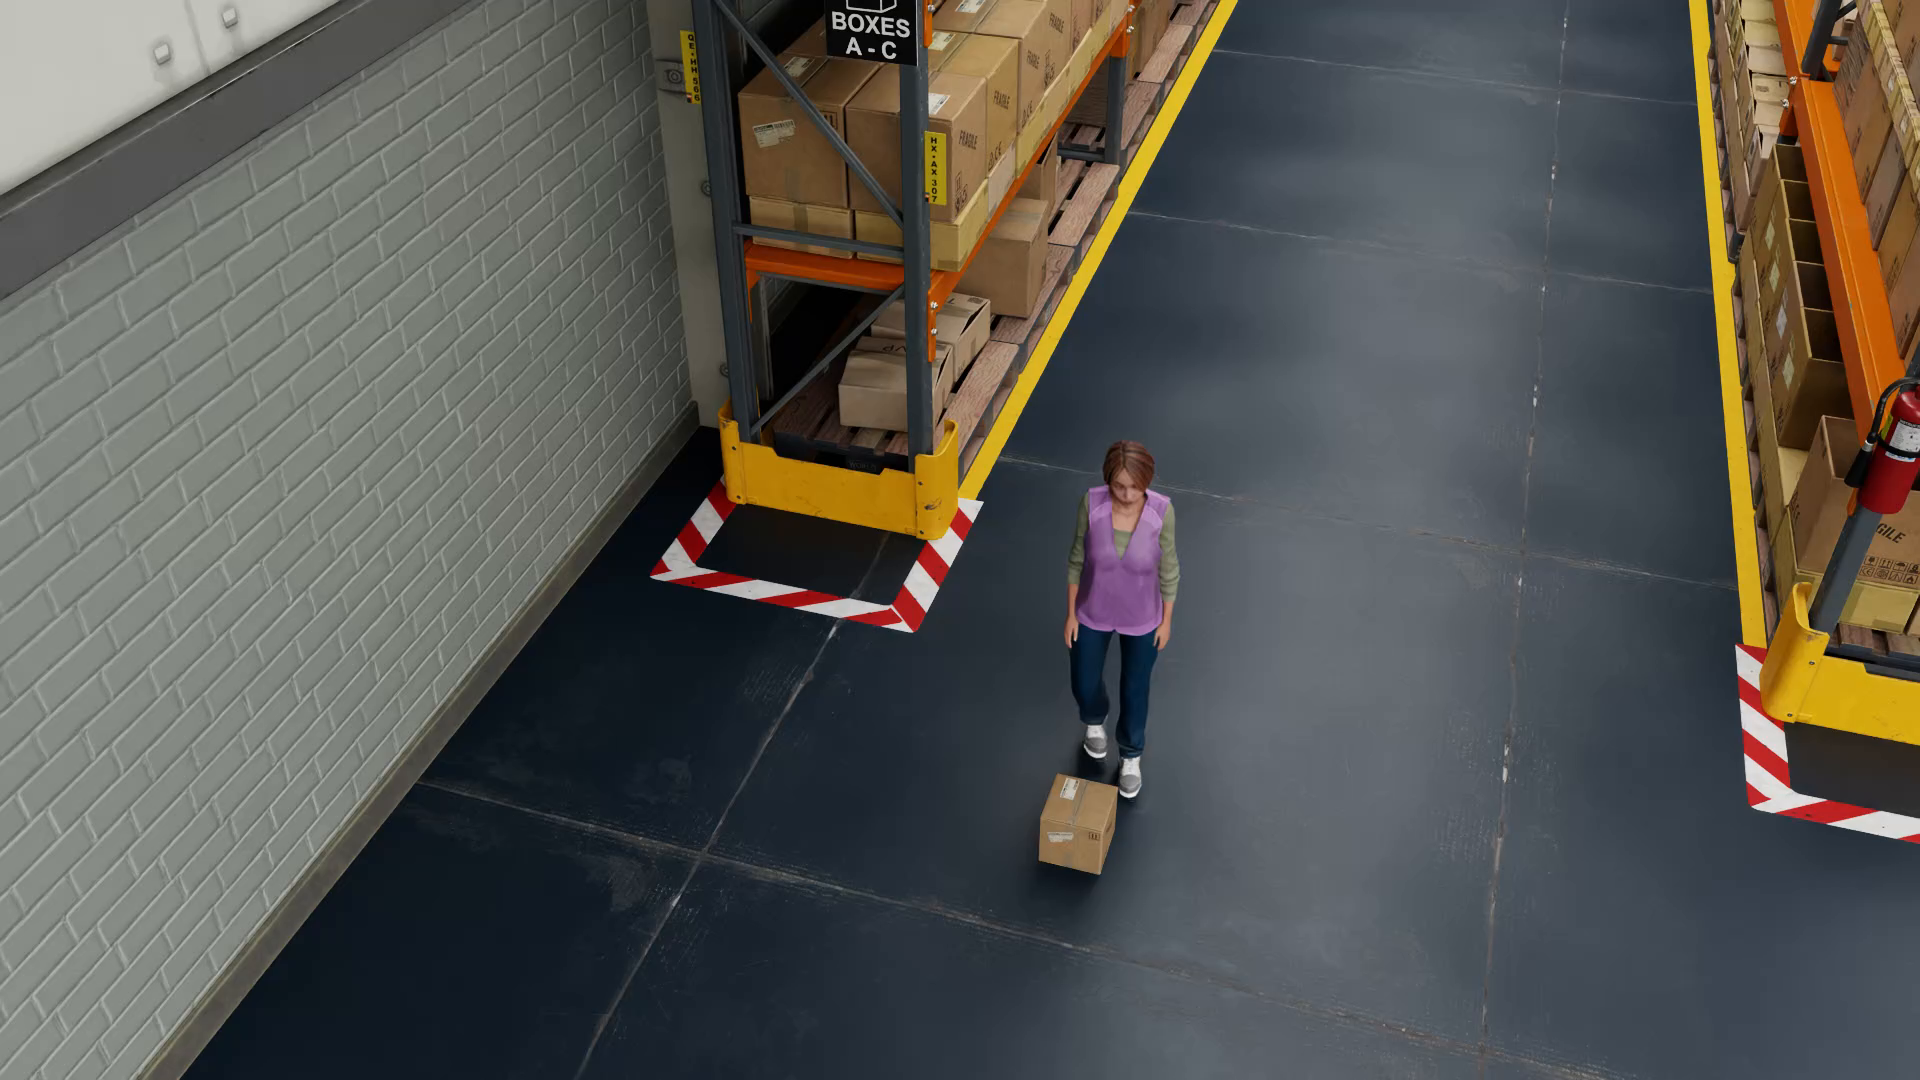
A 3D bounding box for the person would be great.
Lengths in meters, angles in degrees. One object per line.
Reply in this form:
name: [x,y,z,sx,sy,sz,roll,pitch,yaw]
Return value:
person: [0.625,0.298,6.492,0.429,1.609,0.412,6,38,8]
